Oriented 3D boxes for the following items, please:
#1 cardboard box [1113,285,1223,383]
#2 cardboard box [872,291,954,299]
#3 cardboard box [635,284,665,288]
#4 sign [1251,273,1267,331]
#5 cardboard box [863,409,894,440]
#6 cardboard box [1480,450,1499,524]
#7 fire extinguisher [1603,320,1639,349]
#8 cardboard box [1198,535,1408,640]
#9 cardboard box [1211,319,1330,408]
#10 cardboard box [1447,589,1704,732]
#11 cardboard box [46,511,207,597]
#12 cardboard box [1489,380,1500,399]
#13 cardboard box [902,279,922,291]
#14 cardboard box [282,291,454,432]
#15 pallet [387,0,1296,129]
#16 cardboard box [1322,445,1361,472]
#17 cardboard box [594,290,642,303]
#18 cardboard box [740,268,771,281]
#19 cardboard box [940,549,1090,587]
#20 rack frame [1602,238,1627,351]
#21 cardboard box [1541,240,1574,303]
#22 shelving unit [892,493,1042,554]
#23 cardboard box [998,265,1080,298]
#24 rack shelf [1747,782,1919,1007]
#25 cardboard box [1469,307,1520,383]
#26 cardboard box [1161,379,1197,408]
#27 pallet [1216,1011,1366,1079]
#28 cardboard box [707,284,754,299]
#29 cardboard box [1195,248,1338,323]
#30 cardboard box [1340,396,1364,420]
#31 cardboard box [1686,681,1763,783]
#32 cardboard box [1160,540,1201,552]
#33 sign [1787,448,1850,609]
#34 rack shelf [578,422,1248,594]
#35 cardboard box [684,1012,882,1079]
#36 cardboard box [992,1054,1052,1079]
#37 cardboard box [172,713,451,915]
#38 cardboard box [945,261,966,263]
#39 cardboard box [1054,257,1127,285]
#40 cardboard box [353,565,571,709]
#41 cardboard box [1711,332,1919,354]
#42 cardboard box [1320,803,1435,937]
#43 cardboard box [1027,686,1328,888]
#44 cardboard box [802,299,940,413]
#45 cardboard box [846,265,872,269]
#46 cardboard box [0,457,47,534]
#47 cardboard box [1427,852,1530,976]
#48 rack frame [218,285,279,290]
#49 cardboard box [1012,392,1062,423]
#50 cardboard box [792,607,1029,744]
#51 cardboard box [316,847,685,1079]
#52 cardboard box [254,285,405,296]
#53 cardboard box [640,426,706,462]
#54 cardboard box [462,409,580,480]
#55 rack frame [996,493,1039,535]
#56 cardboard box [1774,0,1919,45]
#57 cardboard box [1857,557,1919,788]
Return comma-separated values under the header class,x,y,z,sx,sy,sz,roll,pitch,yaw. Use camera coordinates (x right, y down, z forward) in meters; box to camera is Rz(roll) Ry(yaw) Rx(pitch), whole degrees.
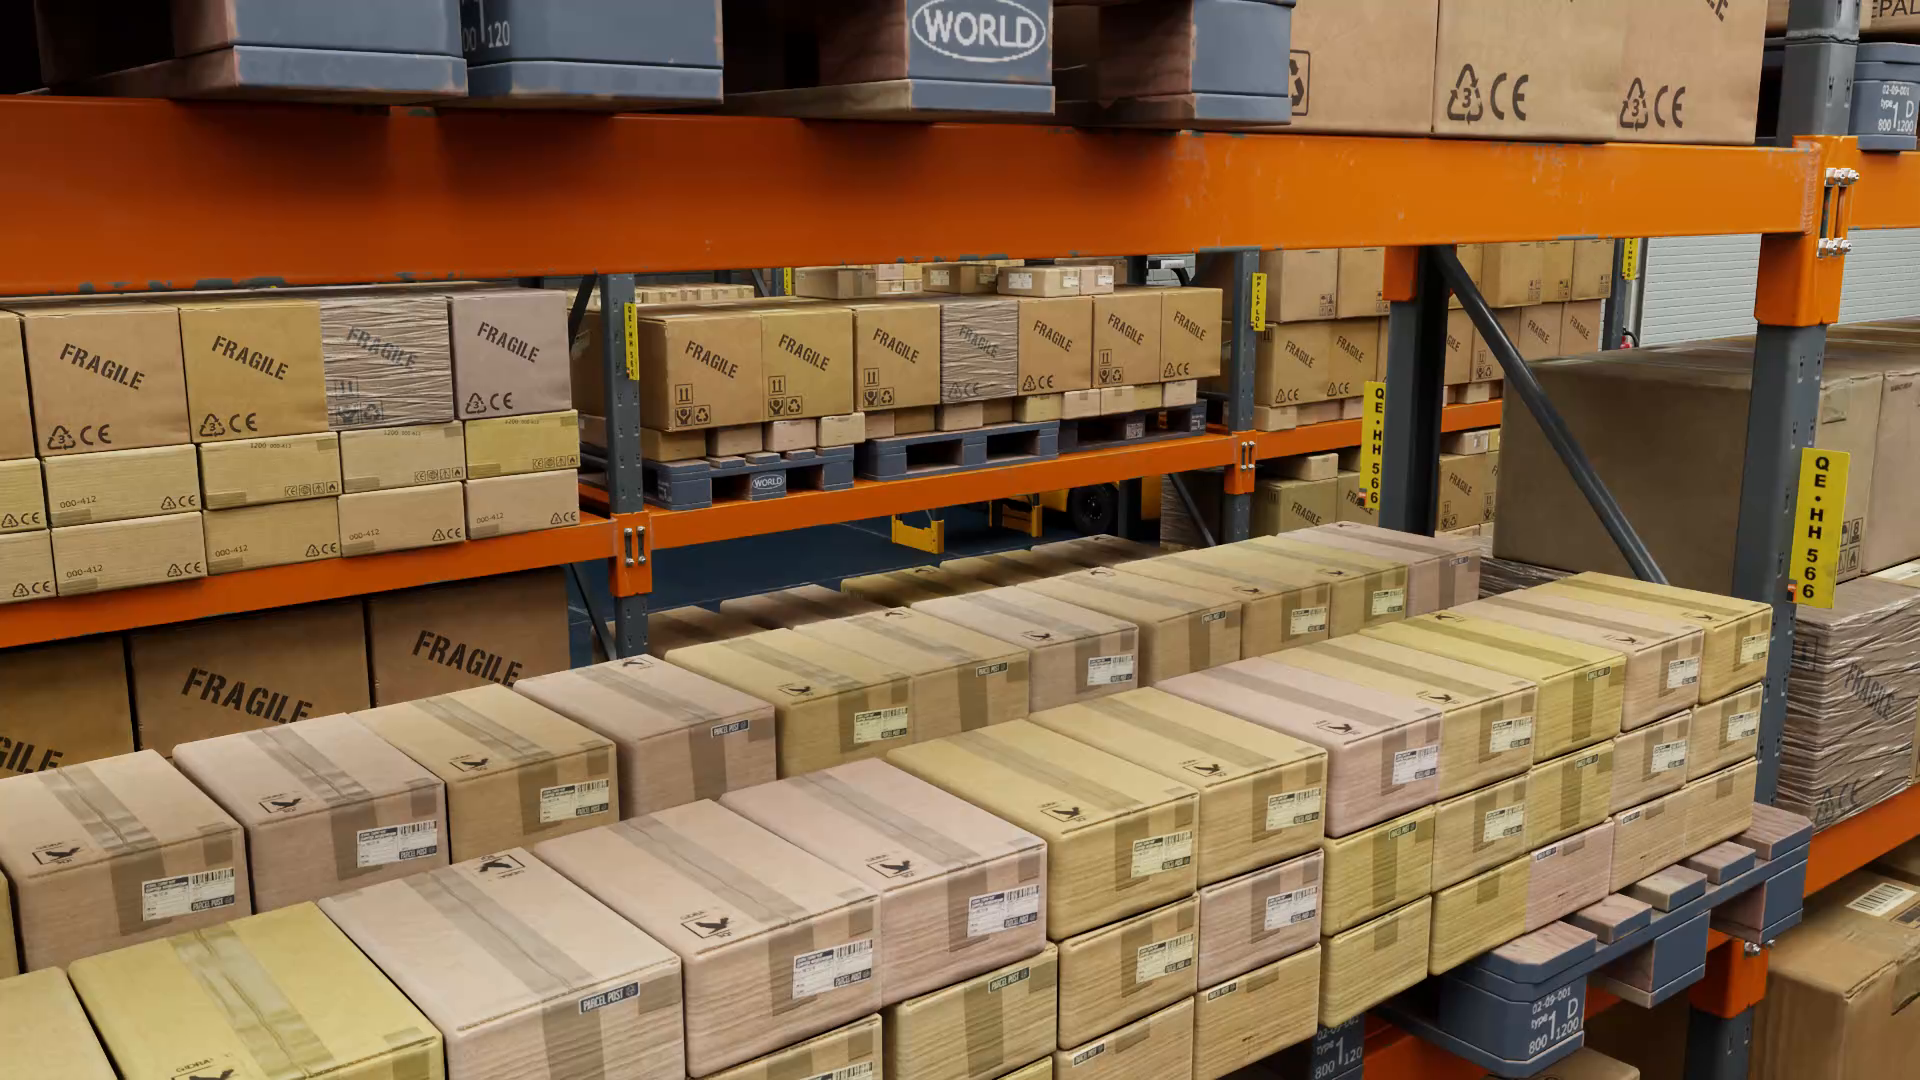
class,x,y,z,sx,sy,sz,roll,pitch,yaw
cardboard box,1.151,-1.194,9.565,0.500,0.500,0.500,-10,15,-39
cardboard box,-0.357,-1.082,9.034,0.500,0.500,0.500,-10,16,-40
cardboard box,-2.582,-1.993,13.492,0.250,0.149,0.380,-9,15,-38
sign,1.717,-1.369,9.565,0.005,0.325,0.100,-9,15,-38
cardboard box,-0.534,-0.603,8.340,0.250,0.149,0.380,-8,15,-34
cardboard box,3.623,-0.424,11.705,0.500,0.500,0.500,-9,15,-36
fire extinguisher,4.869,-1.313,12.277,0.183,0.674,0.296,-9,15,-38
cardboard box,0.726,0.107,3.564,0.250,0.149,0.380,-10,16,-39
cardboard box,1.886,-1.098,10.122,0.500,0.500,0.500,-9,15,-38
cardboard box,1.122,0.214,3.063,0.250,0.149,0.380,-10,15,-38
cardboard box,-3.161,0.011,6.218,0.500,0.250,0.500,-10,15,-39
cardboard box,3.521,-1.075,11.576,0.250,0.149,0.380,-9,15,-37
cardboard box,-0.491,-2.187,14.406,0.250,0.149,0.380,-10,15,-38
cardboard box,-2.391,-0.733,6.713,0.500,0.500,0.500,-9,15,-37
pallet,-0.351,-0.637,2.139,1.003,0.211,1.213,-9,15,-38
cardboard box,2.533,-0.543,10.704,0.250,0.149,0.380,-9,15,-35
cardboard box,-2.644,-1.843,12.785,0.250,0.149,0.380,-10,16,-39
cardboard box,-1.675,-2.299,14.213,0.250,0.149,0.380,-9,15,-38
cardboard box,0.401,0.350,9.572,0.625,0.372,0.950,-8,15,-34
rack frame,4.491,-1.411,12.551,0.127,3.000,1.000,-9,15,-38
cardboard box,3.829,-1.928,11.624,0.500,0.500,0.700,-9,15,-37
shelving unit,0.060,-0.744,13.020,1.083,1.500,0.587,-9,15,-38
cardboard box,0.419,-1.382,8.884,0.250,0.149,0.380,-10,16,-40
rack shelf,2.977,0.509,5.240,4.000,0.370,1.077,-9,15,-38
cardboard box,3.453,-1.362,11.362,0.500,0.500,0.500,-10,15,-38
cardboard box,1.139,-0.863,9.564,0.250,0.149,0.380,-9,15,-37
pallet,-0.104,0.774,2.723,1.213,0.211,1.003,-9,15,-38
cardboard box,-1.864,-1.982,13.440,0.250,0.149,0.380,-9,15,-36
cardboard box,1.847,-1.597,10.065,0.500,0.500,0.700,-10,15,-38
cardboard box,2.382,-0.865,10.585,0.250,0.149,0.380,-9,15,-36
cardboard box,1.314,0.327,3.245,0.250,0.149,0.380,-9,15,-37
cardboard box,1.662,0.127,10.916,0.500,0.250,0.500,-9,15,-35
sign,1.762,-0.024,3.423,0.005,0.325,0.100,-9,15,-38
rack shelf,-0.194,-0.280,8.960,4.000,0.370,1.077,-9,15,-38
cardboard box,-0.299,0.595,1.984,0.250,0.149,0.380,-9,15,-35
cardboard box,-0.097,0.707,2.173,0.250,0.149,0.380,-10,15,-39
cardboard box,-0.899,0.376,2.296,0.250,0.149,0.380,-9,15,-38
cardboard box,-0.162,-2.417,14.769,0.250,0.149,0.380,-9,15,-37
cardboard box,0.780,-1.605,9.938,0.250,0.149,0.380,-10,15,-38
cardboard box,-2.347,0.537,7.481,0.875,0.875,0.875,-10,15,-38
cardboard box,2.566,-0.310,4.721,0.500,0.500,0.700,-10,15,-39
cardboard box,0.512,0.461,2.615,0.250,0.149,0.380,-10,15,-38
cardboard box,0.308,0.349,2.426,0.250,0.149,0.380,-9,15,-35
cardboard box,-0.447,-0.932,8.330,0.500,0.500,0.500,-9,15,-37
cardboard box,-0.960,-2.284,14.147,0.250,0.149,0.380,-10,15,-39
cardboard box,-3.559,-0.170,5.864,0.500,0.250,0.500,-9,15,-37
cardboard box,0.725,0.570,2.816,0.250,0.149,0.380,-10,15,-38
rack frame,-4.859,-1.177,11.452,0.127,3.000,1.000,-9,15,-38
cardboard box,0.333,-0.733,8.952,0.250,0.149,0.380,-9,15,-38
cardboard box,-0.092,0.243,2.925,0.250,0.149,0.380,-9,15,-36
cardboard box,-0.501,0.484,1.790,0.250,0.149,0.380,-10,15,-38
cardboard box,-2.675,-0.821,7.123,0.500,0.500,0.500,-9,15,-37
cardboard box,-1.386,-0.467,7.702,0.250,0.149,0.380,-11,16,-41
cardboard box,-1.975,-0.440,7.136,0.500,0.250,0.500,-10,15,-38
rack frame,0.464,-0.811,13.336,0.032,1.500,0.500,-9,15,-38
cardboard box,2.118,-1.319,3.862,0.500,0.311,0.500,-9,15,-38
cardboard box,2.330,0.287,4.314,0.500,0.500,0.500,-10,15,-38
